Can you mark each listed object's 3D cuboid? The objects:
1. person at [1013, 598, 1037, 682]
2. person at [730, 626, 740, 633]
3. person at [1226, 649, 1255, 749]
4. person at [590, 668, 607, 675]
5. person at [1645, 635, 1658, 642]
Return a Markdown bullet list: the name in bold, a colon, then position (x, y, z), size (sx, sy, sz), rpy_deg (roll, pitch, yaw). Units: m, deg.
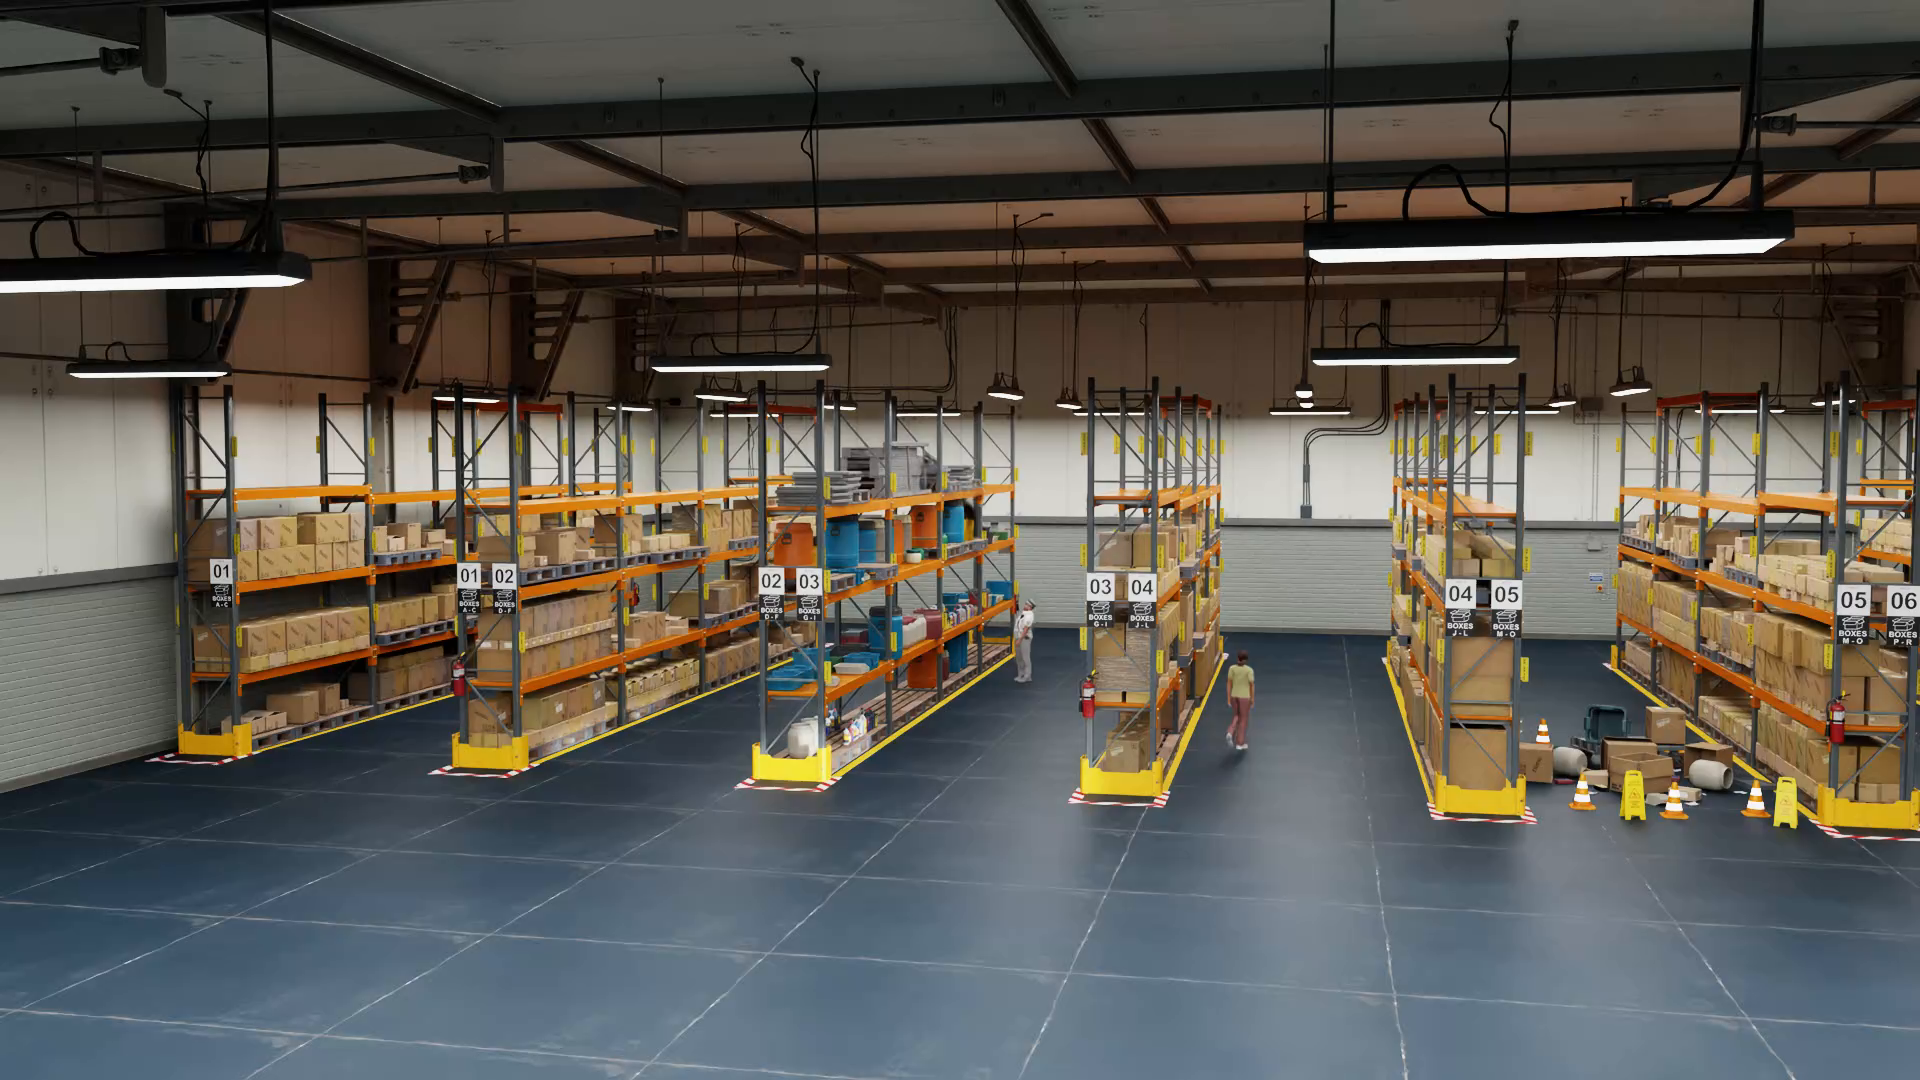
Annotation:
- **person**: position (1.345, 2.102, 35.273), size (0.558, 1.769, 0.586), rpy_deg (-1, 3, -23)
- **person**: position (-5.639, 1.765, 41.705), size (0.407, 1.774, 0.628), rpy_deg (1, 3, 10)
- **person**: position (4.627, 2.622, 27.371), size (0.484, 1.663, 0.446), rpy_deg (-3, 4, -41)
- **person**: position (-7.930, 2.101, 36.427), size (0.674, 1.828, 0.580), rpy_deg (-3, 4, -45)
- **person**: position (16.044, 2.012, 38.610), size (0.860, 1.624, 0.527), rpy_deg (3, 4, 40)
